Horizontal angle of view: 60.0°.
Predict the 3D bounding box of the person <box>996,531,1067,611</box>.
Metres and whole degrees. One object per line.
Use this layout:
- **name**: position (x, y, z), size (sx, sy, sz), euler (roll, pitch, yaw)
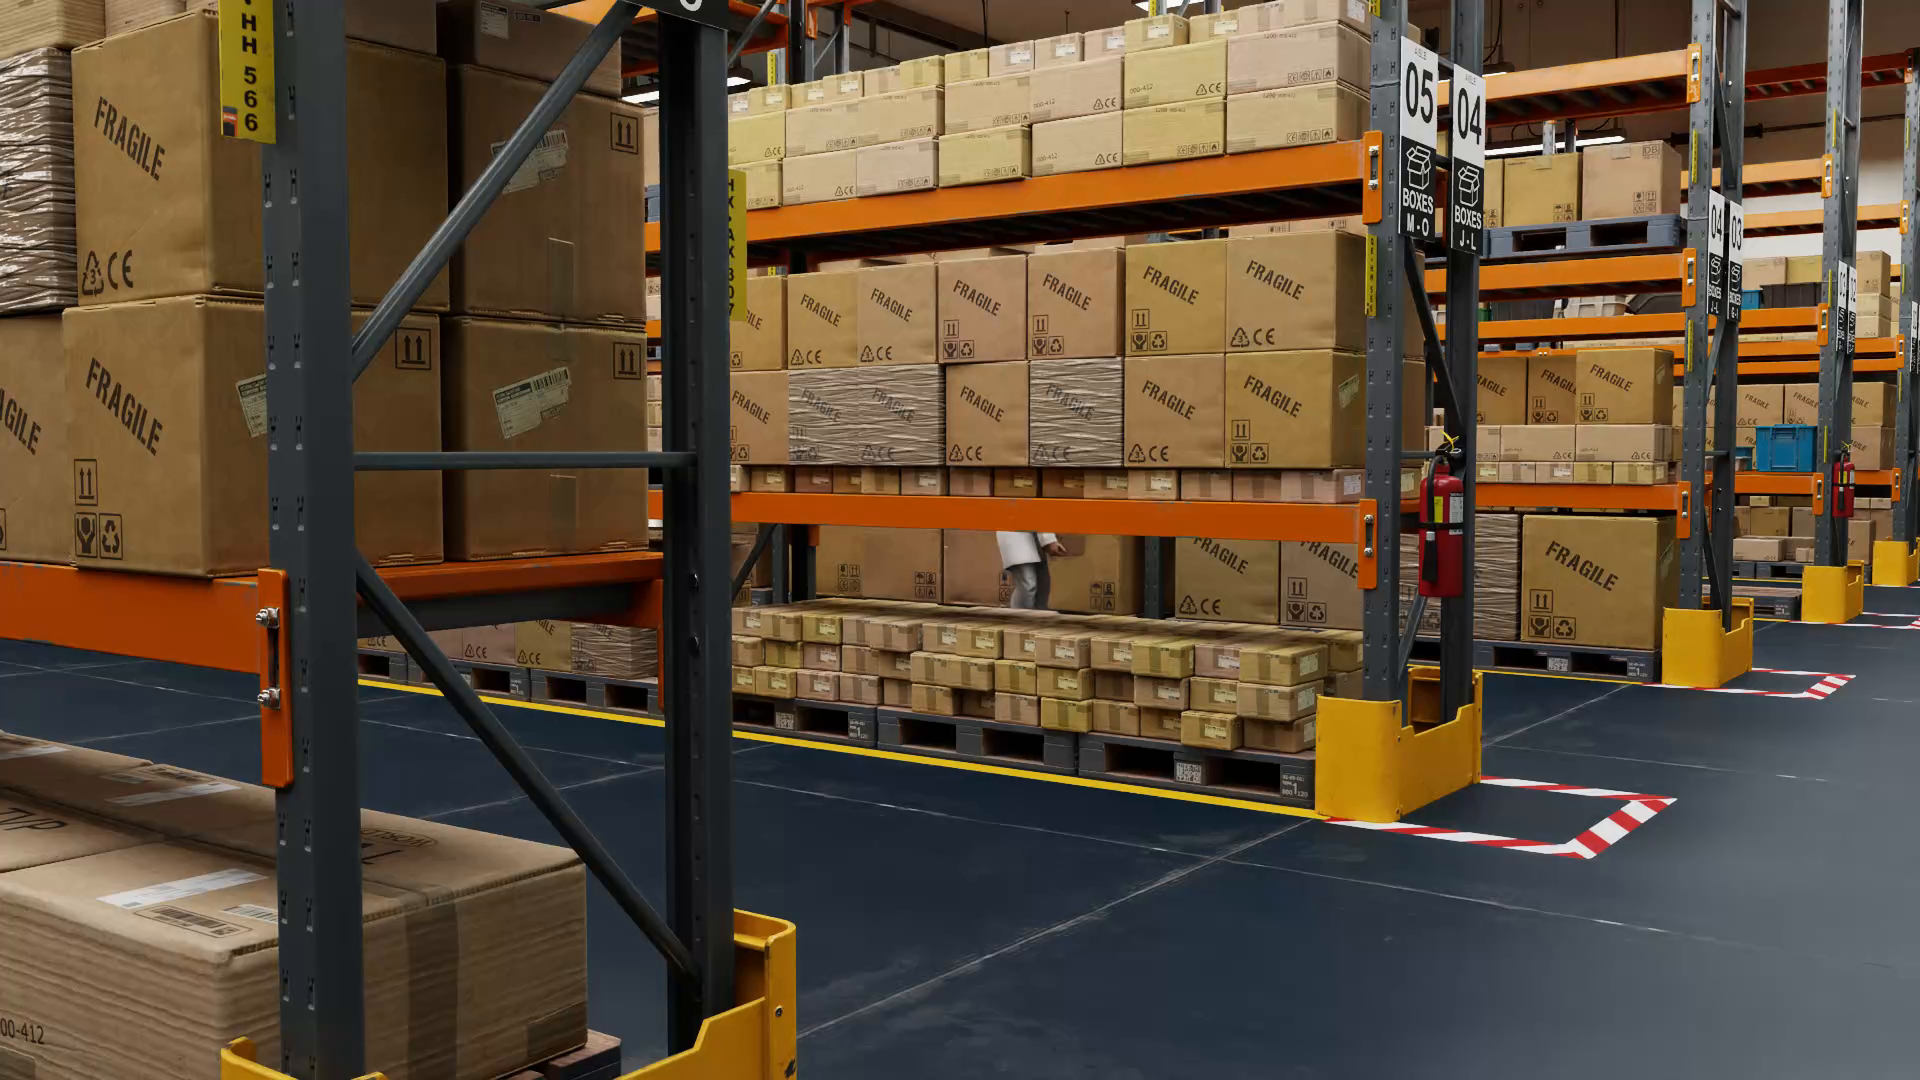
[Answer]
- **person**: position (0.587, 0.003, 12.450), size (0.622, 1.720, 0.537), euler (2, 4, 29)
